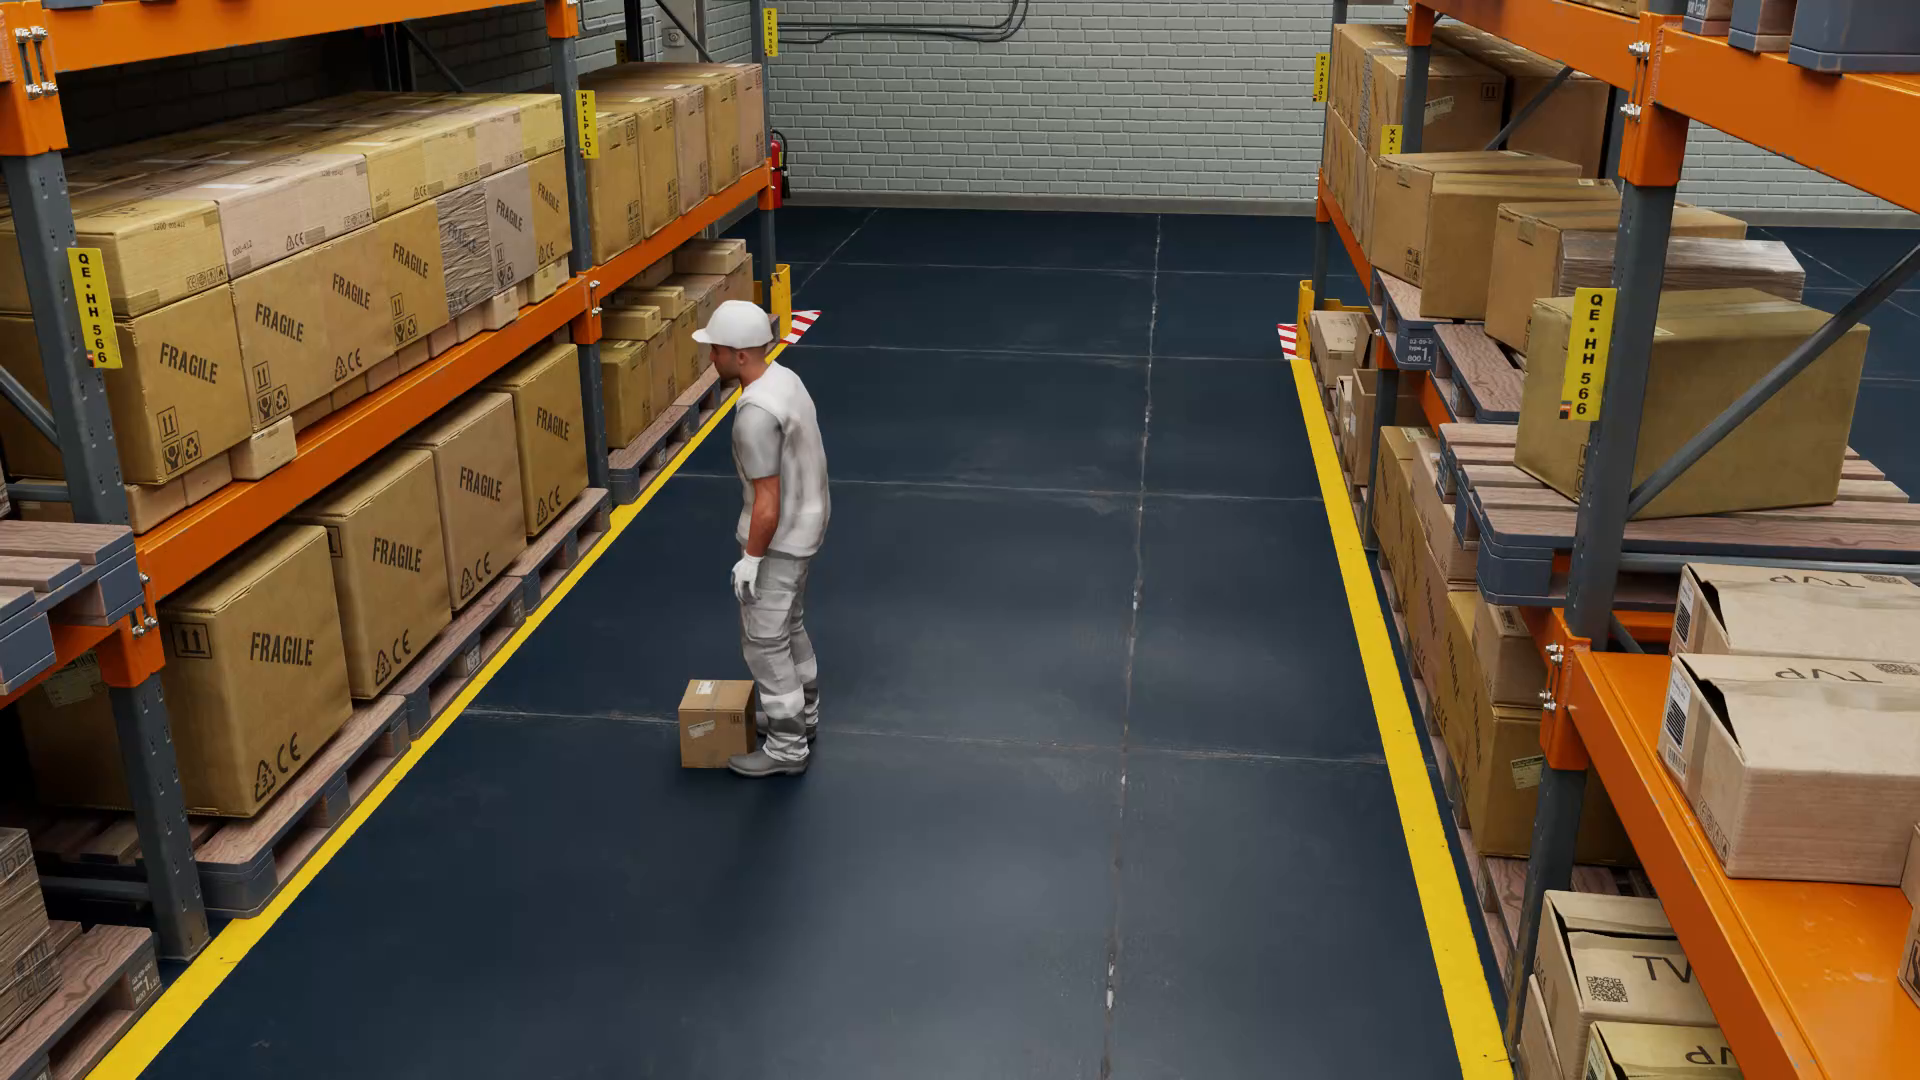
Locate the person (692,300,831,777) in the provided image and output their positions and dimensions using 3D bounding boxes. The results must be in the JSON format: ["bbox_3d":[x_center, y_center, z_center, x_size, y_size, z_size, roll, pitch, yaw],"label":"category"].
[{"bbox_3d":[-0.702,0.001,6.059,0.456,1.778,0.614,2,21,6],"label":"person"}]
